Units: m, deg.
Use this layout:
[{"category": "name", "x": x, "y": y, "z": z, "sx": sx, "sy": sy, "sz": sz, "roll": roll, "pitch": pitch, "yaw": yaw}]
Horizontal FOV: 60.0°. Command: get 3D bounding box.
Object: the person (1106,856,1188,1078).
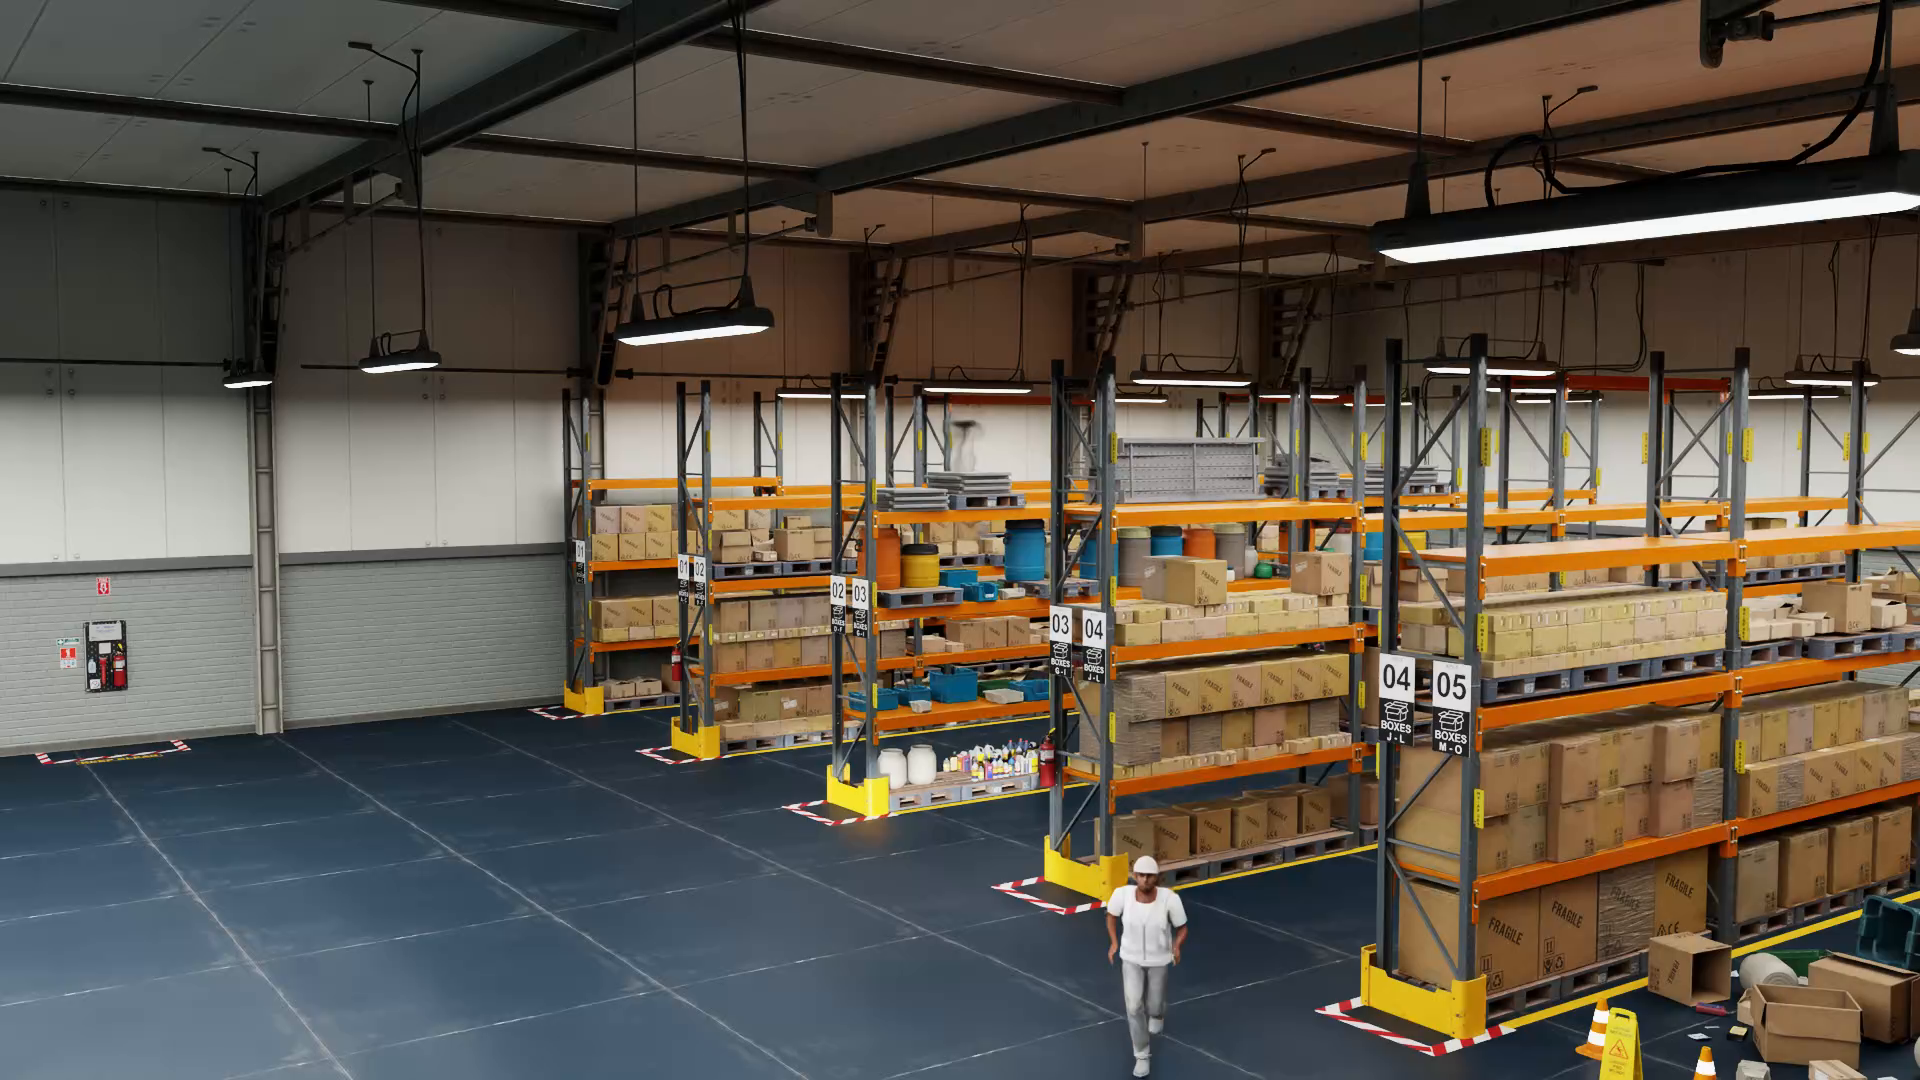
[{"category": "person", "x": 1.530, "y": 3.424, "z": 13.669, "sx": 0.680, "sy": 1.738, "sz": 0.853, "roll": 1, "pitch": 4, "yaw": 10}]
